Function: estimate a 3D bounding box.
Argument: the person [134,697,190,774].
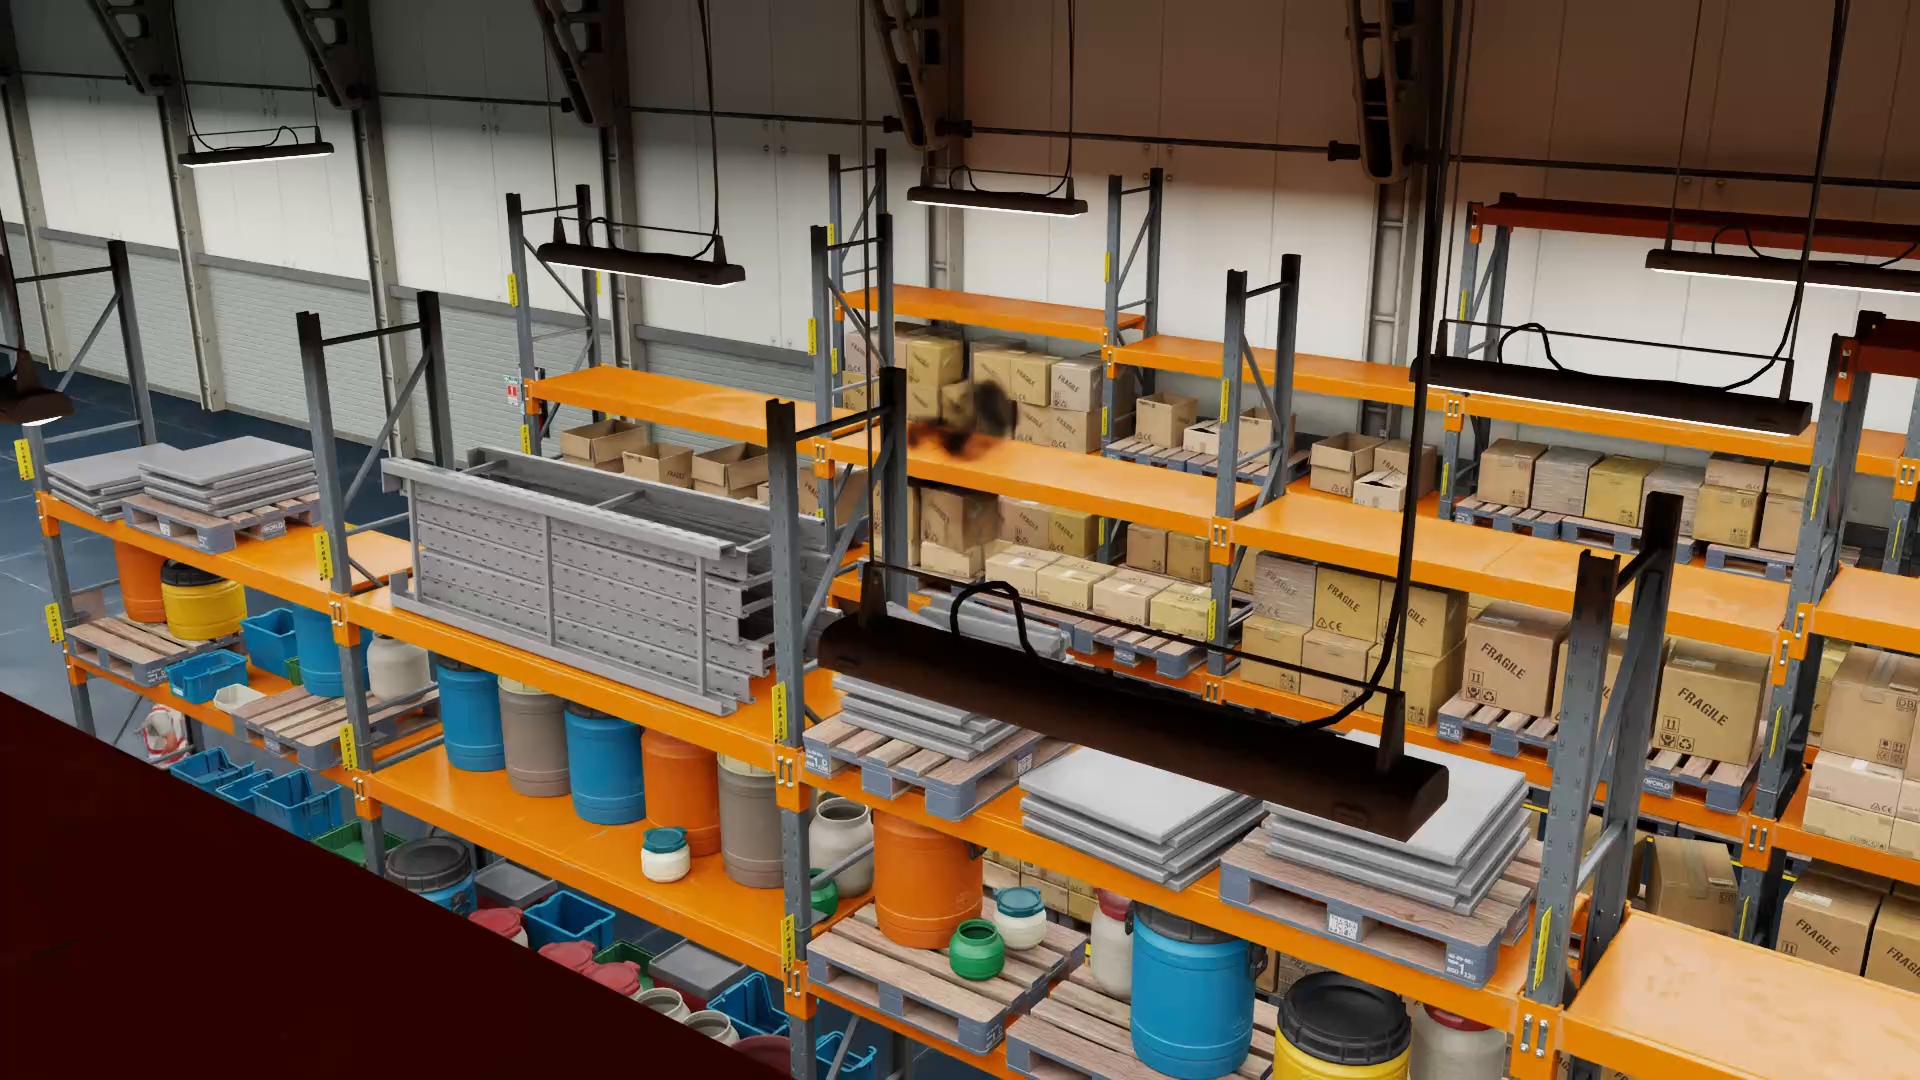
[{"bbox_3d":[-7.552,2.112,15.900,0.901,1.784,0.670,0,18,1],"label":"person"}]
